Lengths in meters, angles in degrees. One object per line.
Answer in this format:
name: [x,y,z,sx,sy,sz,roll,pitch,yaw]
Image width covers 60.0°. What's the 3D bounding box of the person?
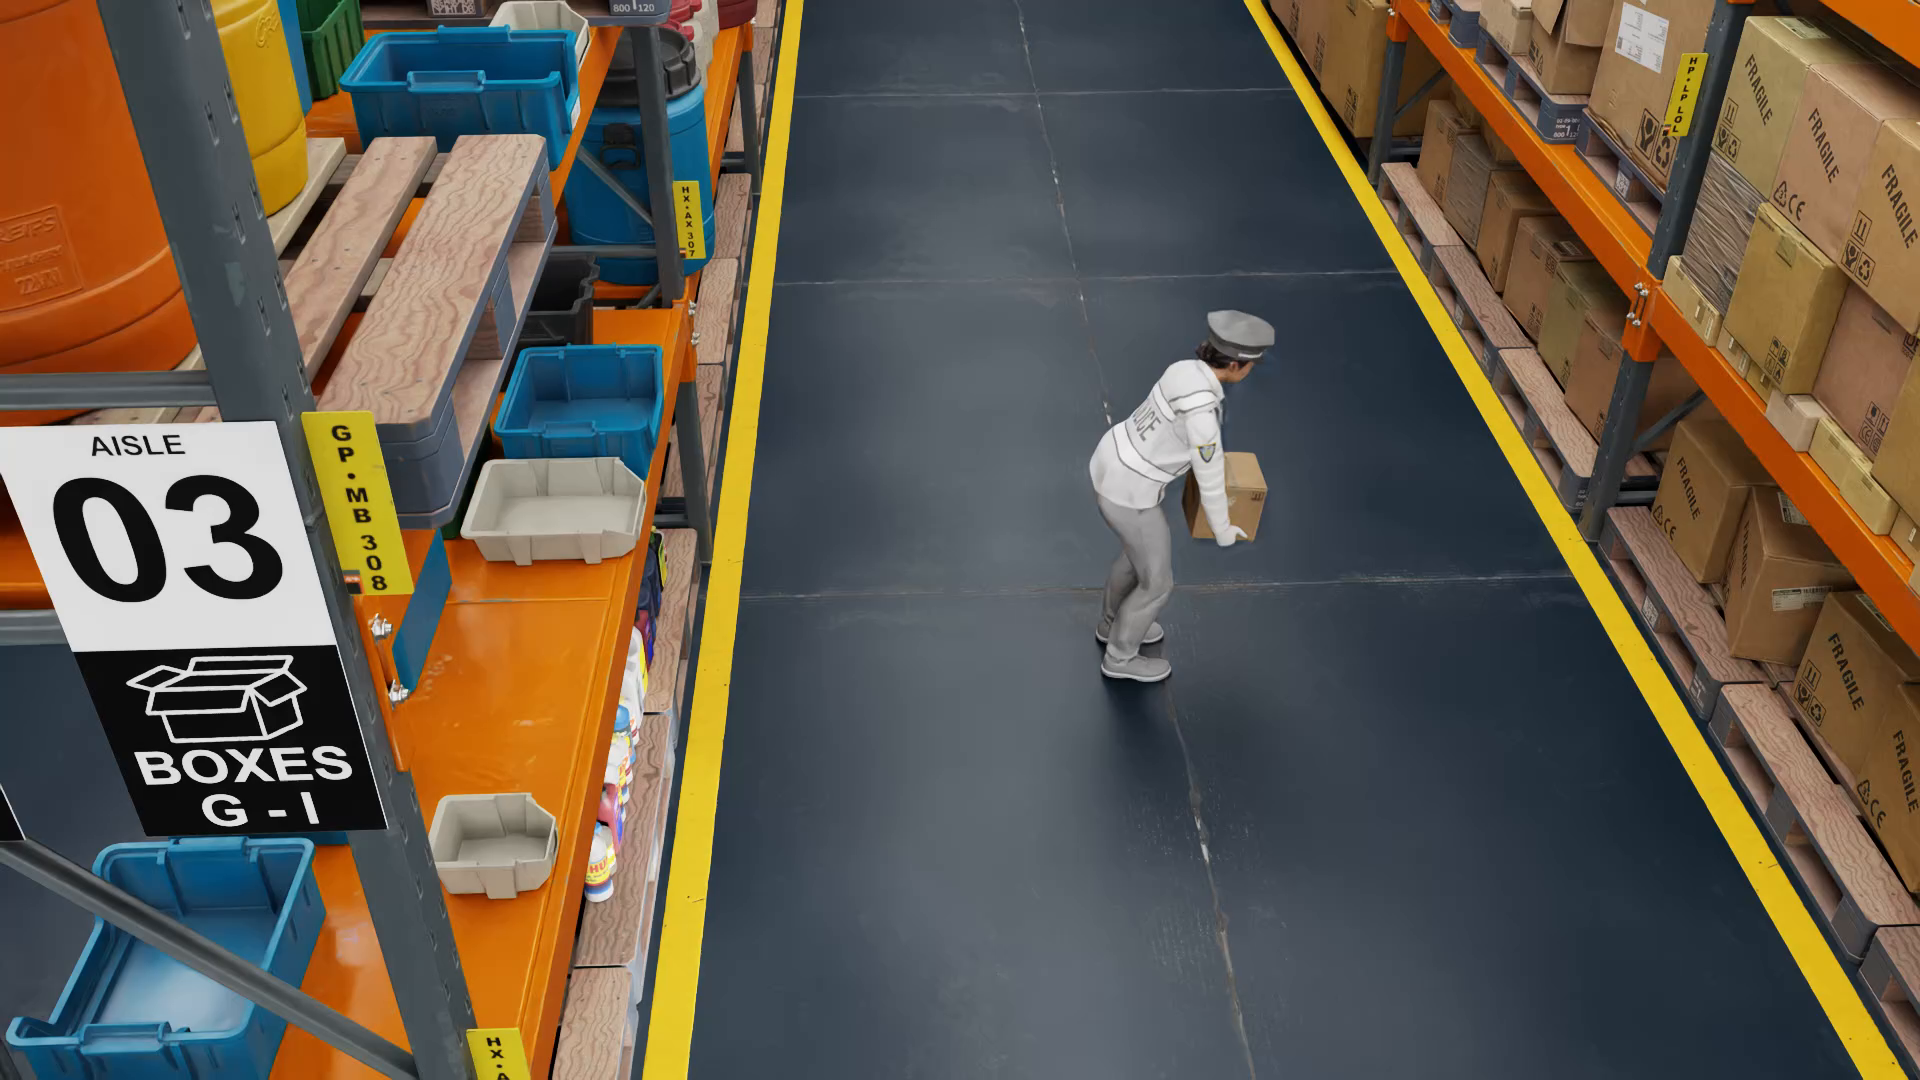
person: [0.824,-0.162,6.477,0.649,1.551,0.412,-2,36,-3]
